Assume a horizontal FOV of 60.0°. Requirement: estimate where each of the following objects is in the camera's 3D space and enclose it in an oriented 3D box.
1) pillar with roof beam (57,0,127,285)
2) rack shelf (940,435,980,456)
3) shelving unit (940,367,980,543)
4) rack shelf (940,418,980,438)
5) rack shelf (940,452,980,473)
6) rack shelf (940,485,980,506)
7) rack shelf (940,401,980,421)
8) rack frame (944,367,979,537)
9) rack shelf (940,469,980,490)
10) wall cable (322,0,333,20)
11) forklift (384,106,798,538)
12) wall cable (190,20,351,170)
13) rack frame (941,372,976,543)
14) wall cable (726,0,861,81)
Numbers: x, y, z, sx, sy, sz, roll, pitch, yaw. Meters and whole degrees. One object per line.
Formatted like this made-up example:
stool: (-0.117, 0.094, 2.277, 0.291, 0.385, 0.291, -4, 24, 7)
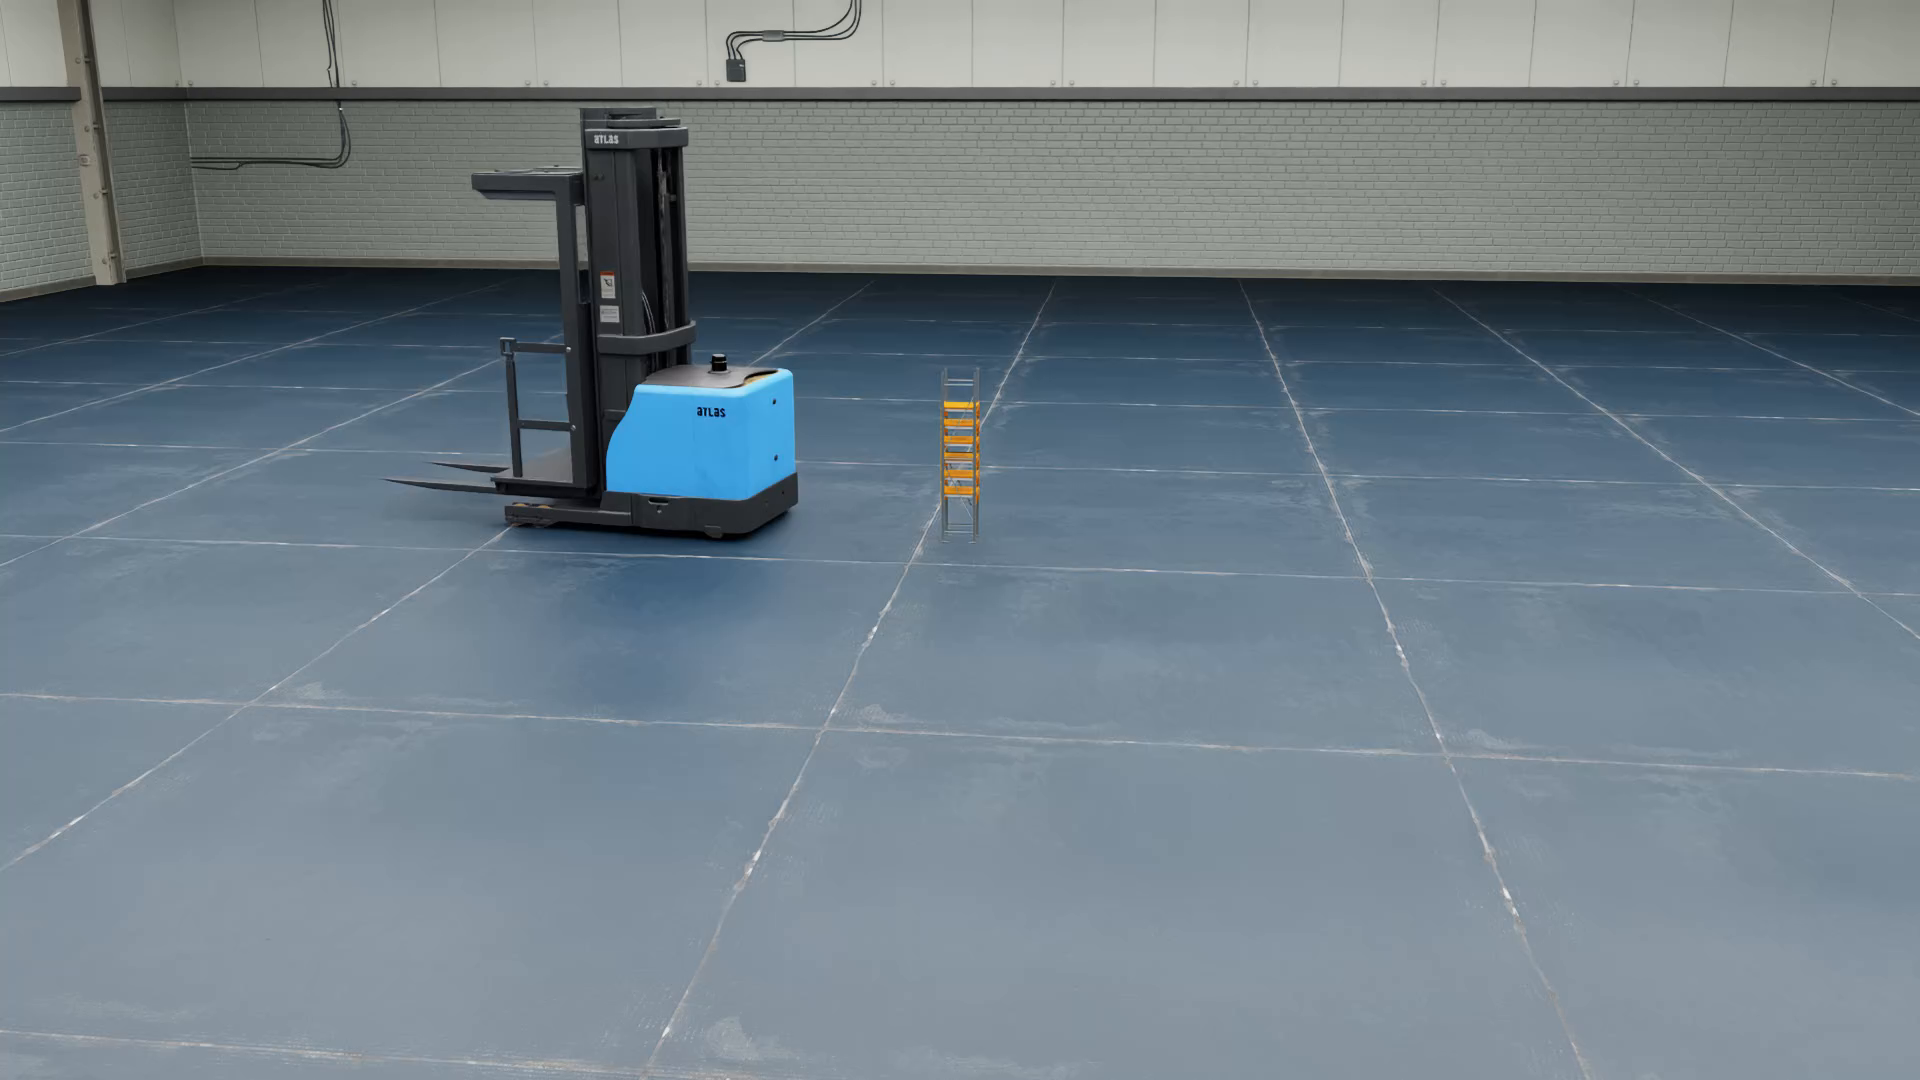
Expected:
pillar with roof beam: (-9.582, -8.403, 25.497, 9.100, 9.000, 0.400, 2, 15, 6)
rack shelf: (0.002, -0.656, 11.500, 0.258, 0.103, 0.180, 2, 15, 6)
shelving unit: (0.002, -0.583, 11.519, 0.258, 1.200, 0.189, 2, 15, 6)
rack shelf: (0.002, -0.772, 11.468, 0.258, 0.103, 0.180, 2, 15, 6)
rack shelf: (0.002, -0.540, 11.531, 0.258, 0.103, 0.180, 2, 15, 6)
rack shelf: (0.002, -0.308, 11.594, 0.258, 0.103, 0.180, 2, 15, 6)
rack shelf: (0.002, -0.888, 11.437, 0.258, 0.103, 0.180, 2, 15, 6)
rack frame: (0.012, -0.607, 11.607, 0.240, 1.200, 0.006, 2, 15, 6)
rack shelf: (0.002, -0.424, 11.562, 0.258, 0.103, 0.180, 2, 15, 6)
wall cable: (-9.525, -10.114, 28.099, 3.097, 2.526, 0.112, 2, 15, 6)
forklift: (-2.783, -1.626, 12.058, 3.031, 2.935, 1.130, 4, 16, 16)
wall cable: (-12.214, -7.756, 29.053, 3.097, 2.526, 0.112, 2, 15, 6)
rack frame: (-0.009, -0.559, 11.432, 0.240, 1.200, 0.006, 2, 15, 6)
wall cable: (-2.783, -10.613, 27.155, 2.305, 6.003, 0.169, 2, 15, 6)
